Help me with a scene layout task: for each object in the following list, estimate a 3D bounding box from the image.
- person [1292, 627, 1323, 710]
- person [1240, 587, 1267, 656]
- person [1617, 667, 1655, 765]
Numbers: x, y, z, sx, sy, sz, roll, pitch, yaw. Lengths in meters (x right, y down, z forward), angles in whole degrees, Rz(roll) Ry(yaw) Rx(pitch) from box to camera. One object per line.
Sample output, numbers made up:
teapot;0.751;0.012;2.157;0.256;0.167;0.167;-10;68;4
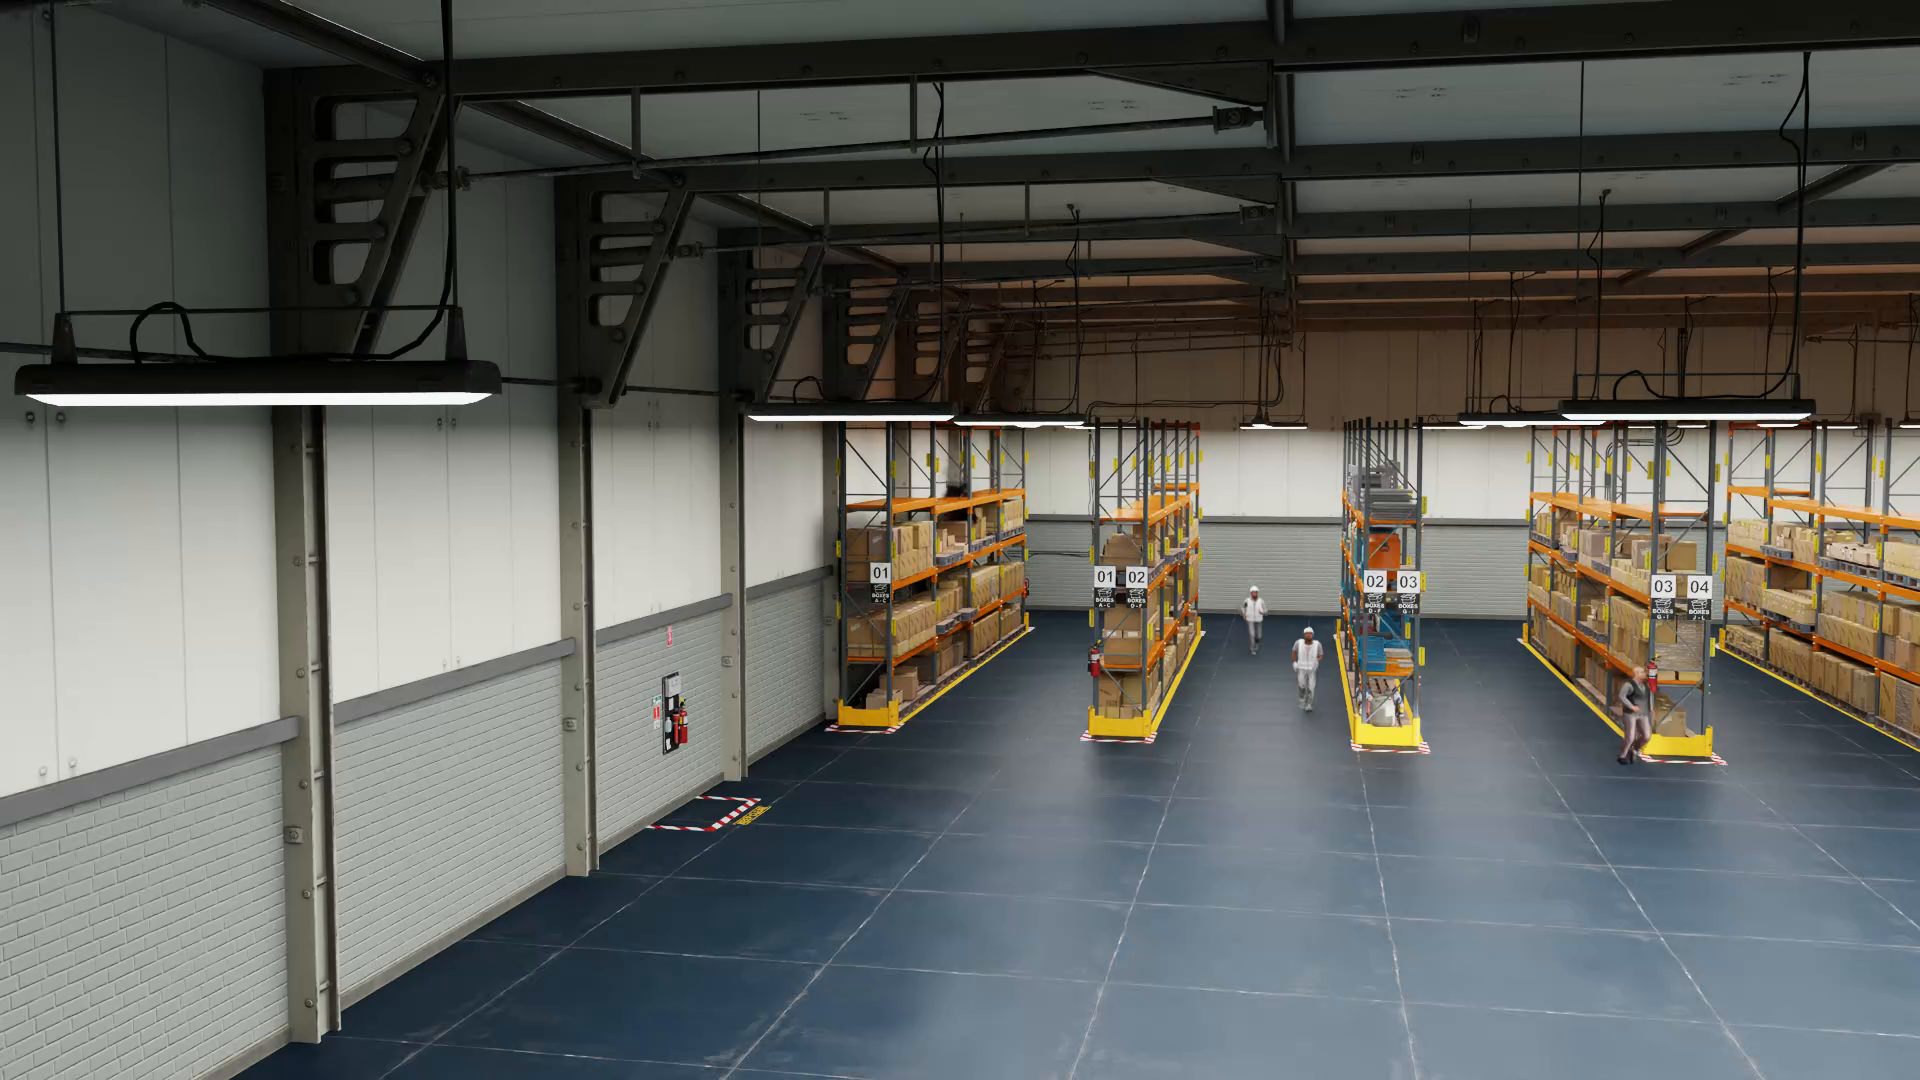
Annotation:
person;7.118;2.639;34.036;0.609;1.722;0.738;1;4;8
person;7.566;2.074;42.792;0.669;1.745;0.868;0;4;3
person;11.654;3.026;28.554;0.727;1.680;0.570;-1;4;-14
